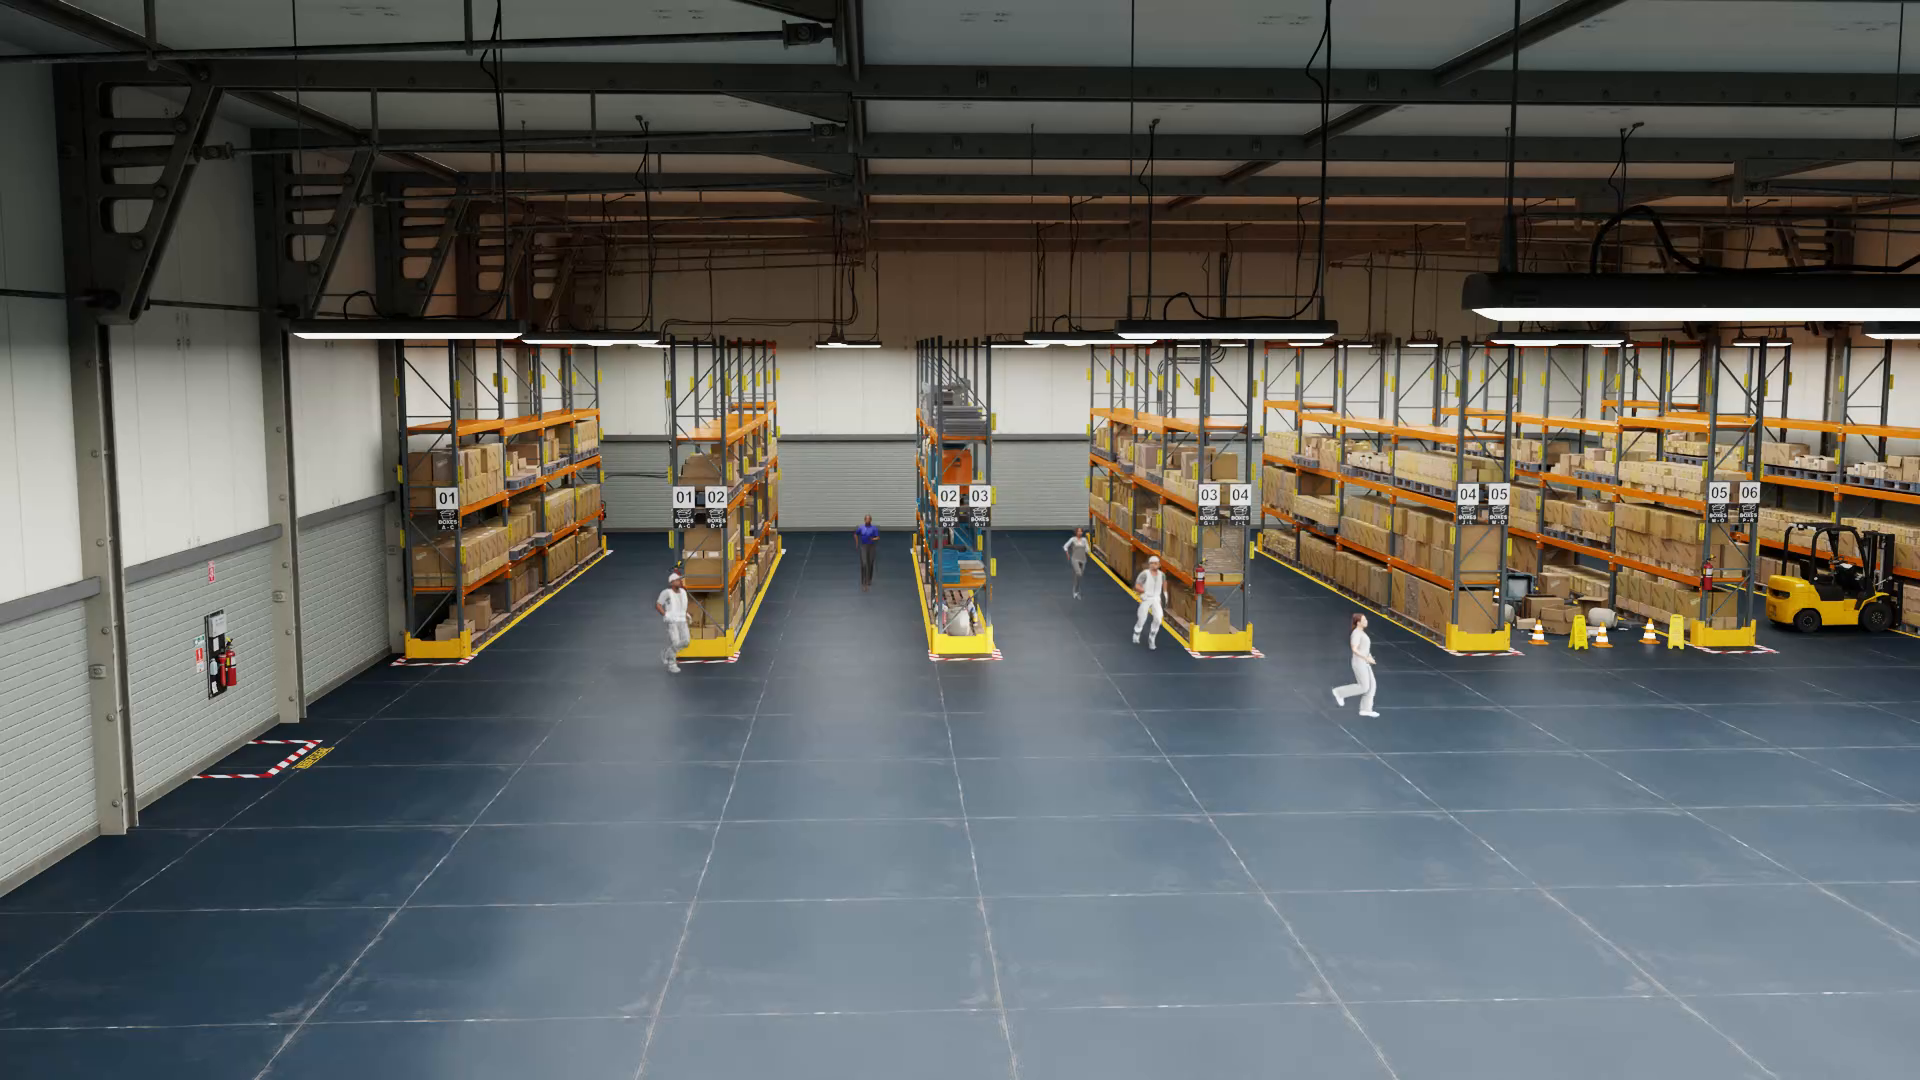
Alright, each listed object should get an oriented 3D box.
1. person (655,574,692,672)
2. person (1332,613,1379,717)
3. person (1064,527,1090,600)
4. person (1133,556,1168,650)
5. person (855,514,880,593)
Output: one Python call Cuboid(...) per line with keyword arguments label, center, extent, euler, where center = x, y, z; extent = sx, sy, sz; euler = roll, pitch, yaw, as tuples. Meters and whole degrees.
Cuboid(label="person", center=(-5.110, 1.481, 29.882), extent=(0.535, 1.743, 0.717), euler=(6, 9, 41))
Cuboid(label="person", center=(6.246, 1.952, 26.158), extent=(0.731, 1.641, 0.565), euler=(2, 7, 19))
Cuboid(label="person", center=(2.614, 0.510, 36.701), extent=(0.503, 1.615, 0.677), euler=(-2, 7, -21))
Cuboid(label="person", center=(3.709, 1.213, 32.126), extent=(0.723, 1.830, 0.692), euler=(-2, 7, -14))
Cuboid(label="person", center=(-2.121, 0.299, 38.189), extent=(0.549, 1.752, 0.717), euler=(-1, 7, -9))
